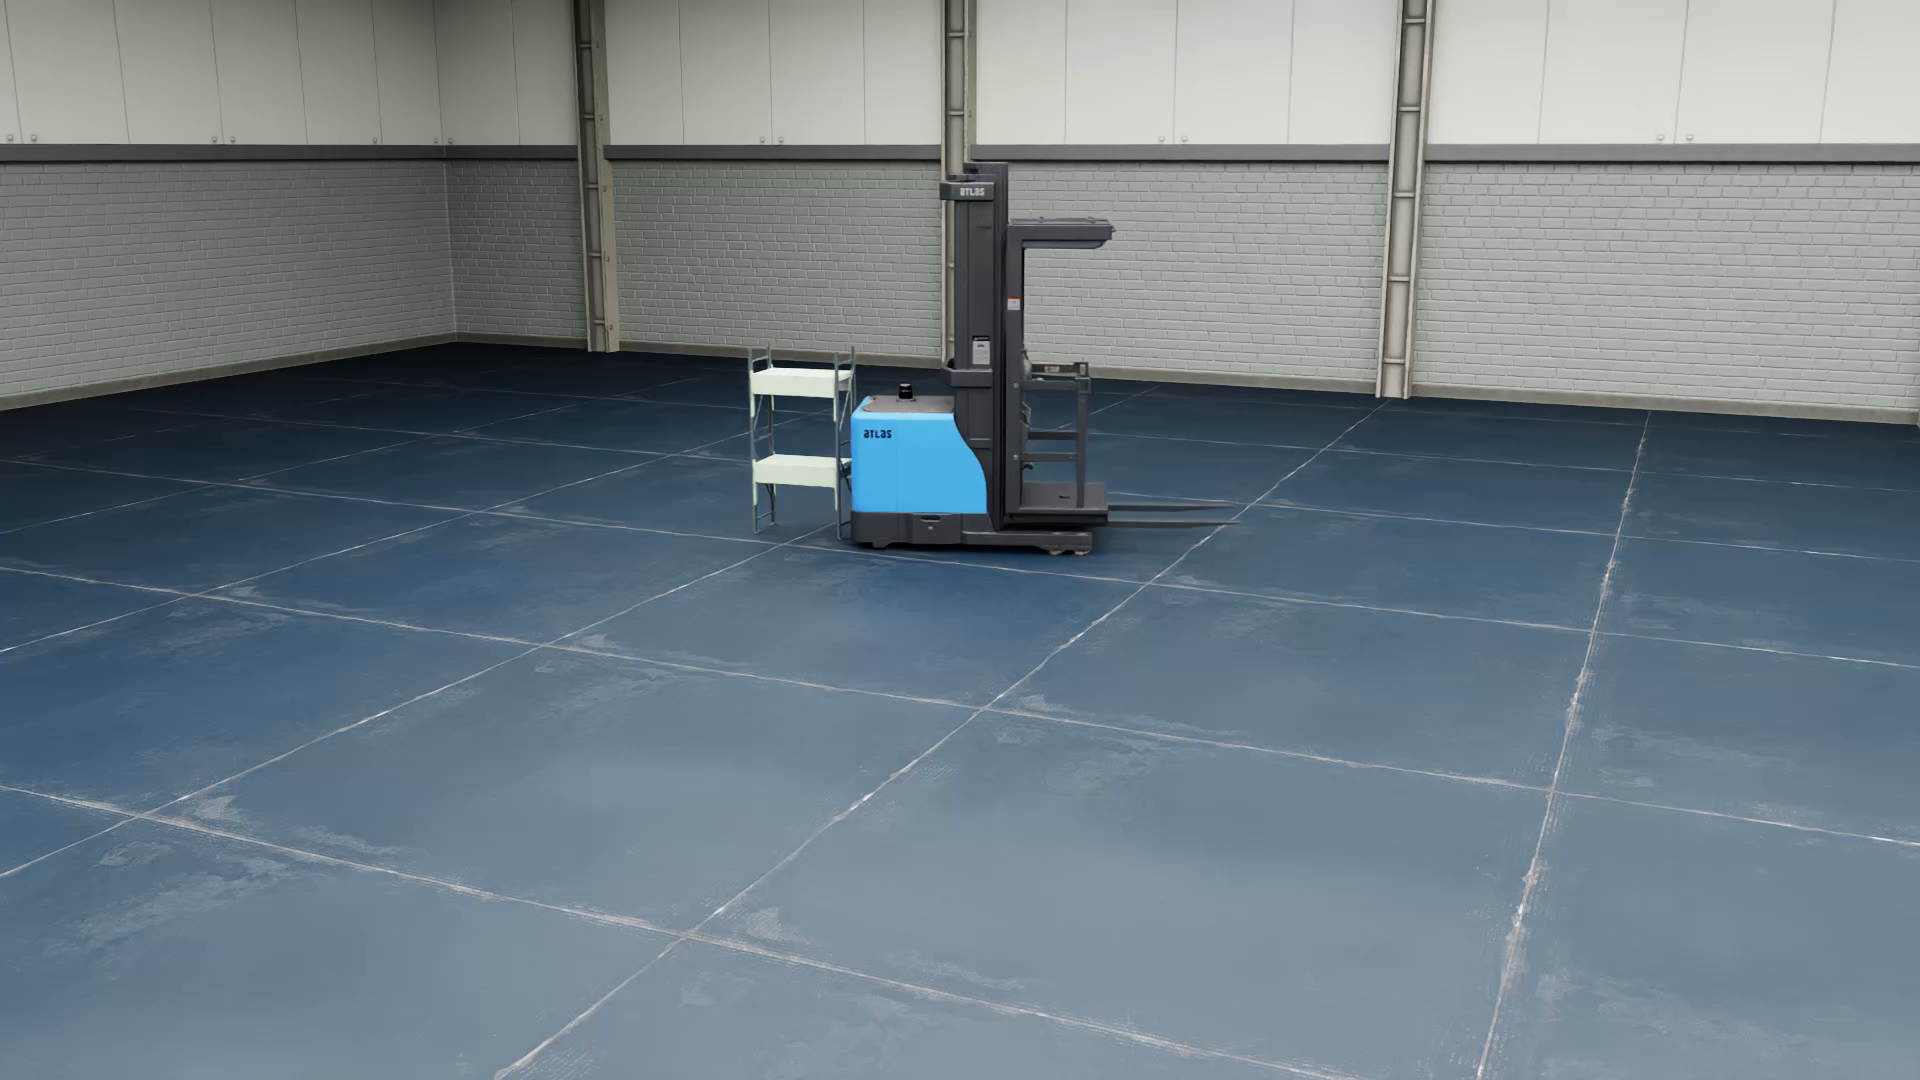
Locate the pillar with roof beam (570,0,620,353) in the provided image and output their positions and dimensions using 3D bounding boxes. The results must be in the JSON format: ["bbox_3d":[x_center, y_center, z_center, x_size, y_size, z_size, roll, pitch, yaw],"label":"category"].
[{"bbox_3d":[-7.246,-6.405,20.853,0.400,9.000,9.100,6,14,23],"label":"pillar with roof beam"}]

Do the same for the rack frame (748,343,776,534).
[{"bbox_3d":[-1.606,-0.826,13.490,0.023,1.500,0.400,4,14,17],"label":"rack frame"}]

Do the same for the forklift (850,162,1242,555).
[{"bbox_3d":[0.686,-1.440,12.974,3.031,2.935,1.130,1,13,3],"label":"forklift"}]

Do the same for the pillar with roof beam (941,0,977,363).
[{"bbox_3d":[-1.761,-5.850,18.487,0.400,9.000,9.100,6,14,23],"label":"pillar with roof beam"}]

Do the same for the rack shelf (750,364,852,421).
[{"bbox_3d":[-1.258,-1.180,13.293,0.720,0.370,0.431,4,14,17],"label":"rack shelf"}]

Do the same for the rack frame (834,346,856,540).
[{"bbox_3d":[-0.909,-0.775,13.275,0.023,1.500,0.400,4,14,17],"label":"rack frame"}]

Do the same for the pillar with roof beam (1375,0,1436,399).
[{"bbox_3d":[3.725,-5.295,16.121,0.400,9.000,9.100,6,14,23],"label":"pillar with roof beam"}]

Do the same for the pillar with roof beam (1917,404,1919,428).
[{"bbox_3d":[9.211,-4.740,13.755,0.400,9.000,9.100,6,14,23],"label":"pillar with roof beam"}]

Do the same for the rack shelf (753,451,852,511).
[{"bbox_3d":[-1.258,-0.483,13.457,0.720,0.370,0.431,4,14,17],"label":"rack shelf"}]

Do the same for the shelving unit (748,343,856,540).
[{"bbox_3d":[-1.258,-0.800,13.383,0.755,1.500,0.431,4,14,17],"label":"shelving unit"}]
